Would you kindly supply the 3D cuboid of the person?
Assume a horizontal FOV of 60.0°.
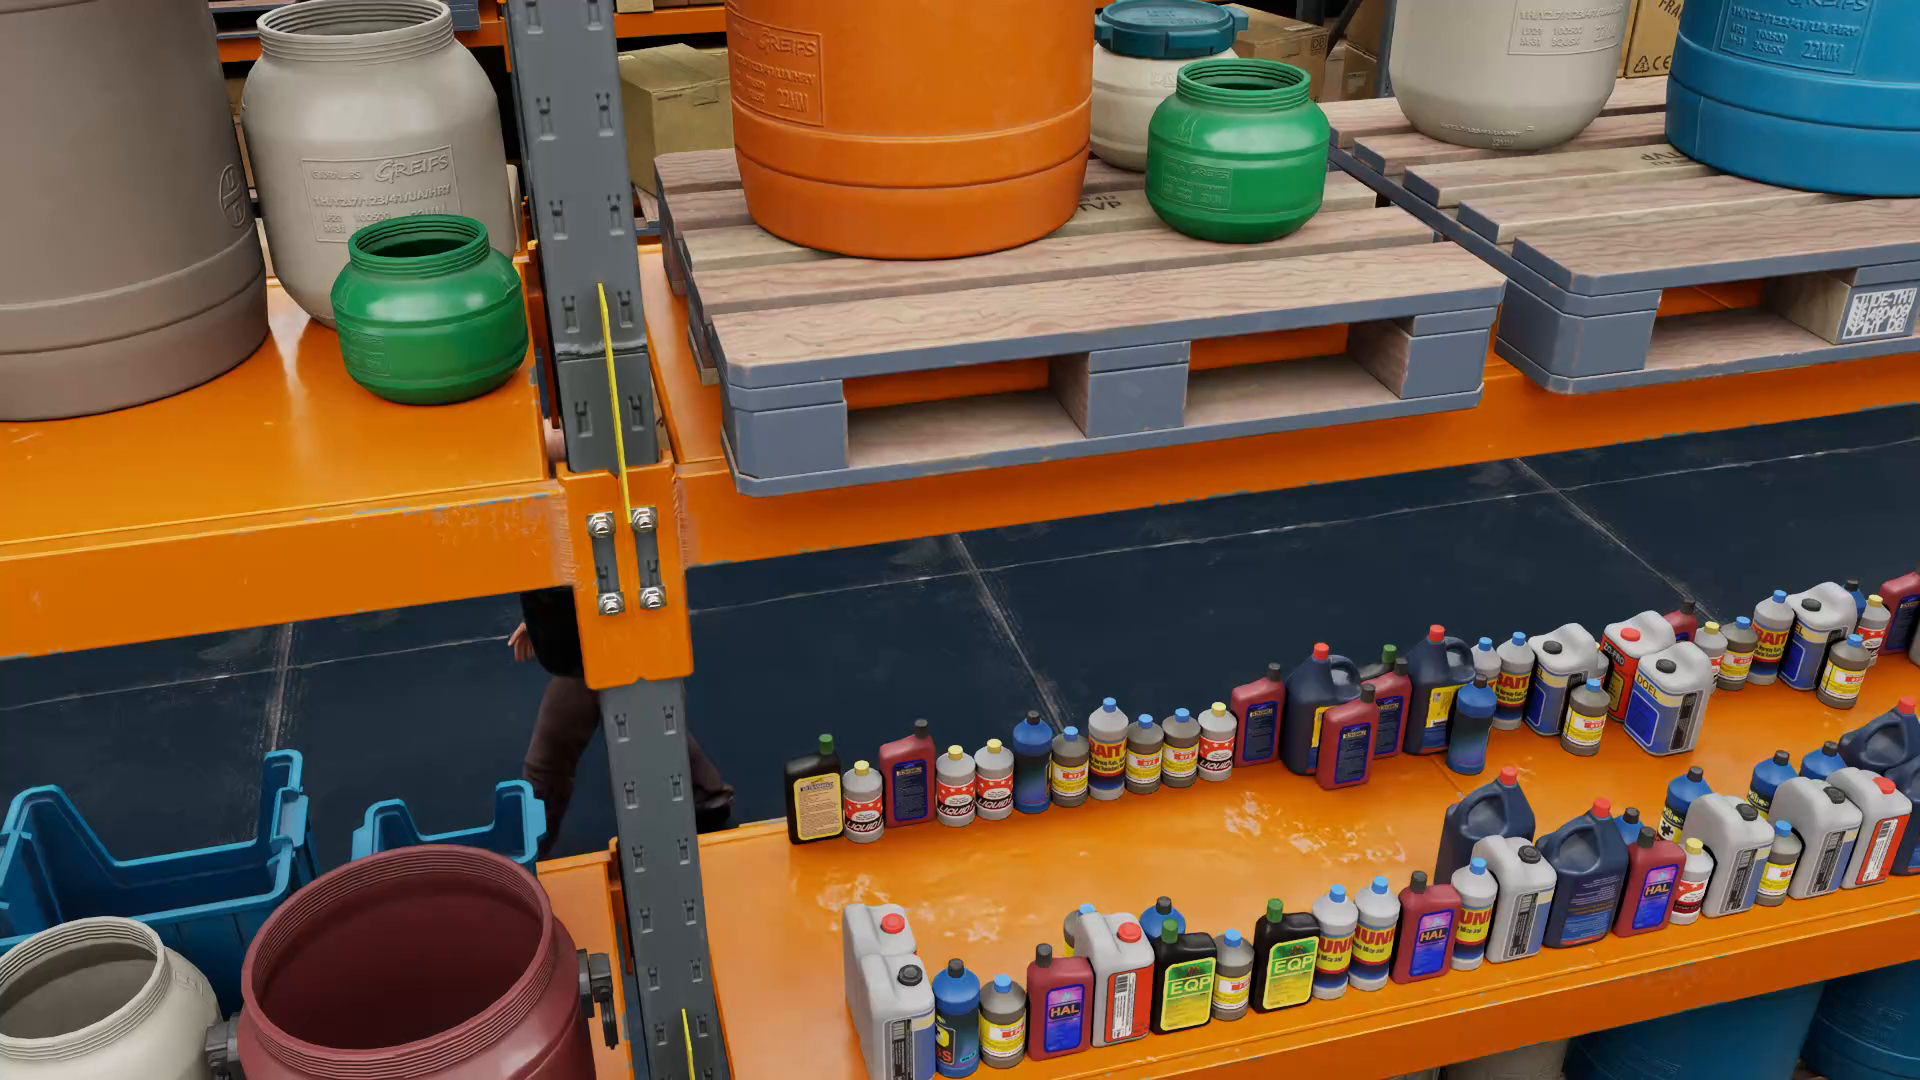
[{"bbox_3d":[-1.282,0.355,5.518,0.971,1.665,0.567,-6,31,-10],"label":"person"}]
